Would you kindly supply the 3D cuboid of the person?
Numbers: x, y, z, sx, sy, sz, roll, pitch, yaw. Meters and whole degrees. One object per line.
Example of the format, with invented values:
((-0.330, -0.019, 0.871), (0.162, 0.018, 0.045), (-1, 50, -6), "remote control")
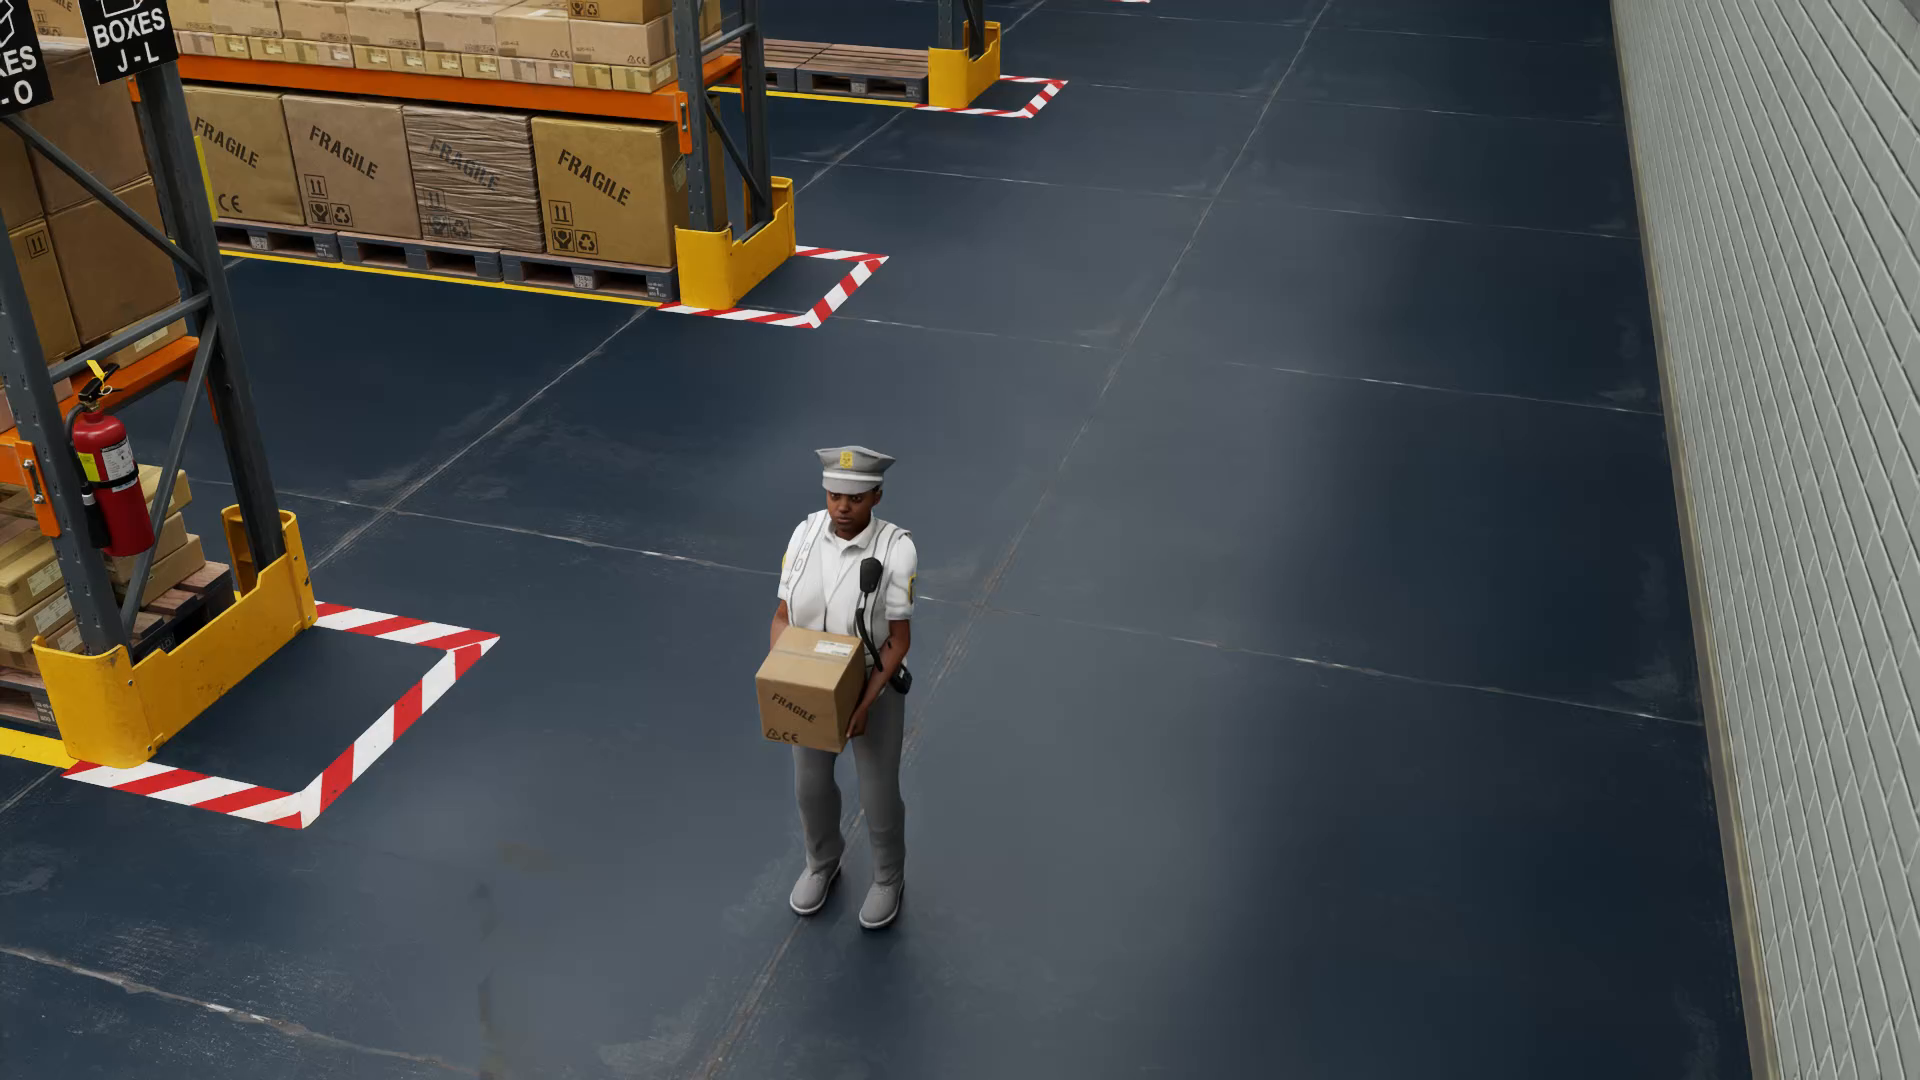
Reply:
((-0.379, 0.494, 5.220), (0.449, 1.688, 0.540), (9, 31, 15), "person")
